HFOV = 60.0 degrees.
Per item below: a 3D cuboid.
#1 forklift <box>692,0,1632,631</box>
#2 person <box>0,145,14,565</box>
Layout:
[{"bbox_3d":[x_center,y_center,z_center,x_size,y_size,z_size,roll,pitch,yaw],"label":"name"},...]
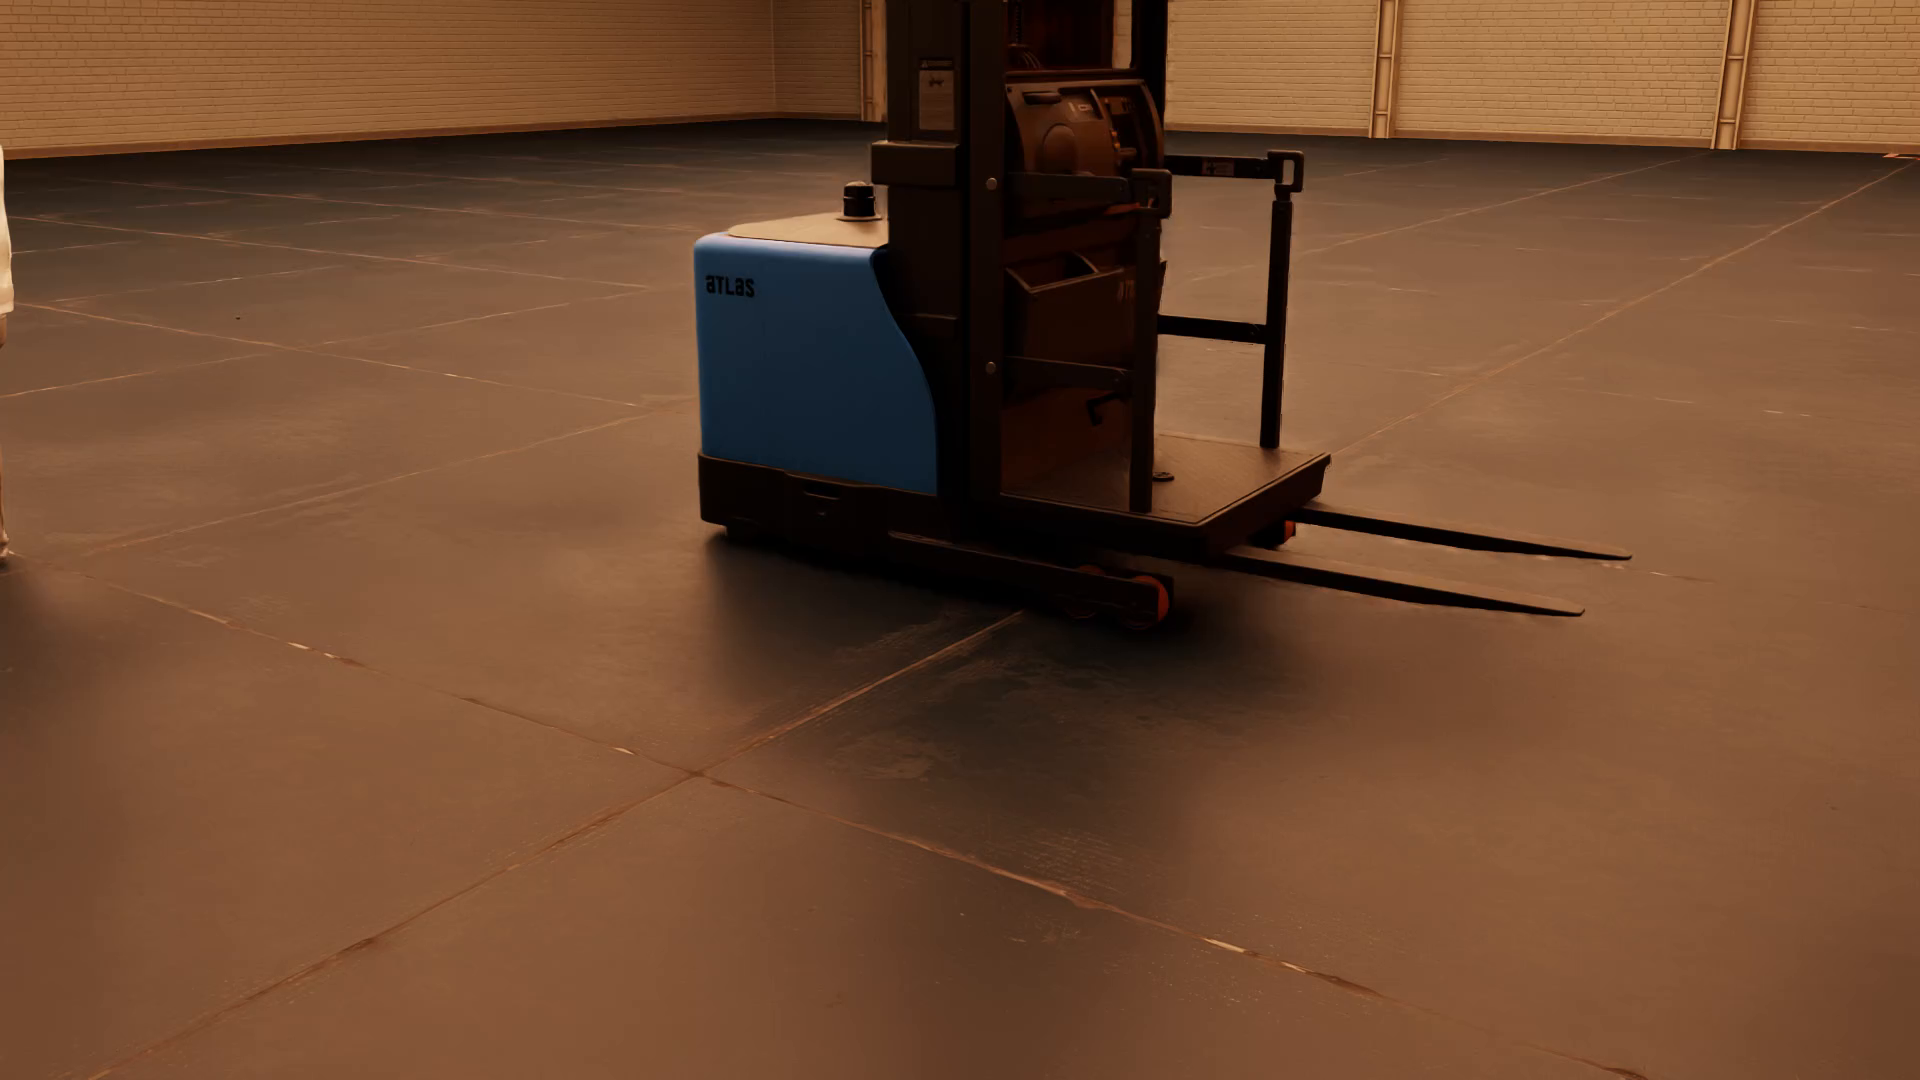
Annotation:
[{"bbox_3d":[0.582,-1.303,5.191,3.031,2.935,1.130,10,20,31],"label":"forklift"},{"bbox_3d":[-3.273,-0.719,5.242,0.554,1.777,0.615,-2,17,-6],"label":"person"}]
